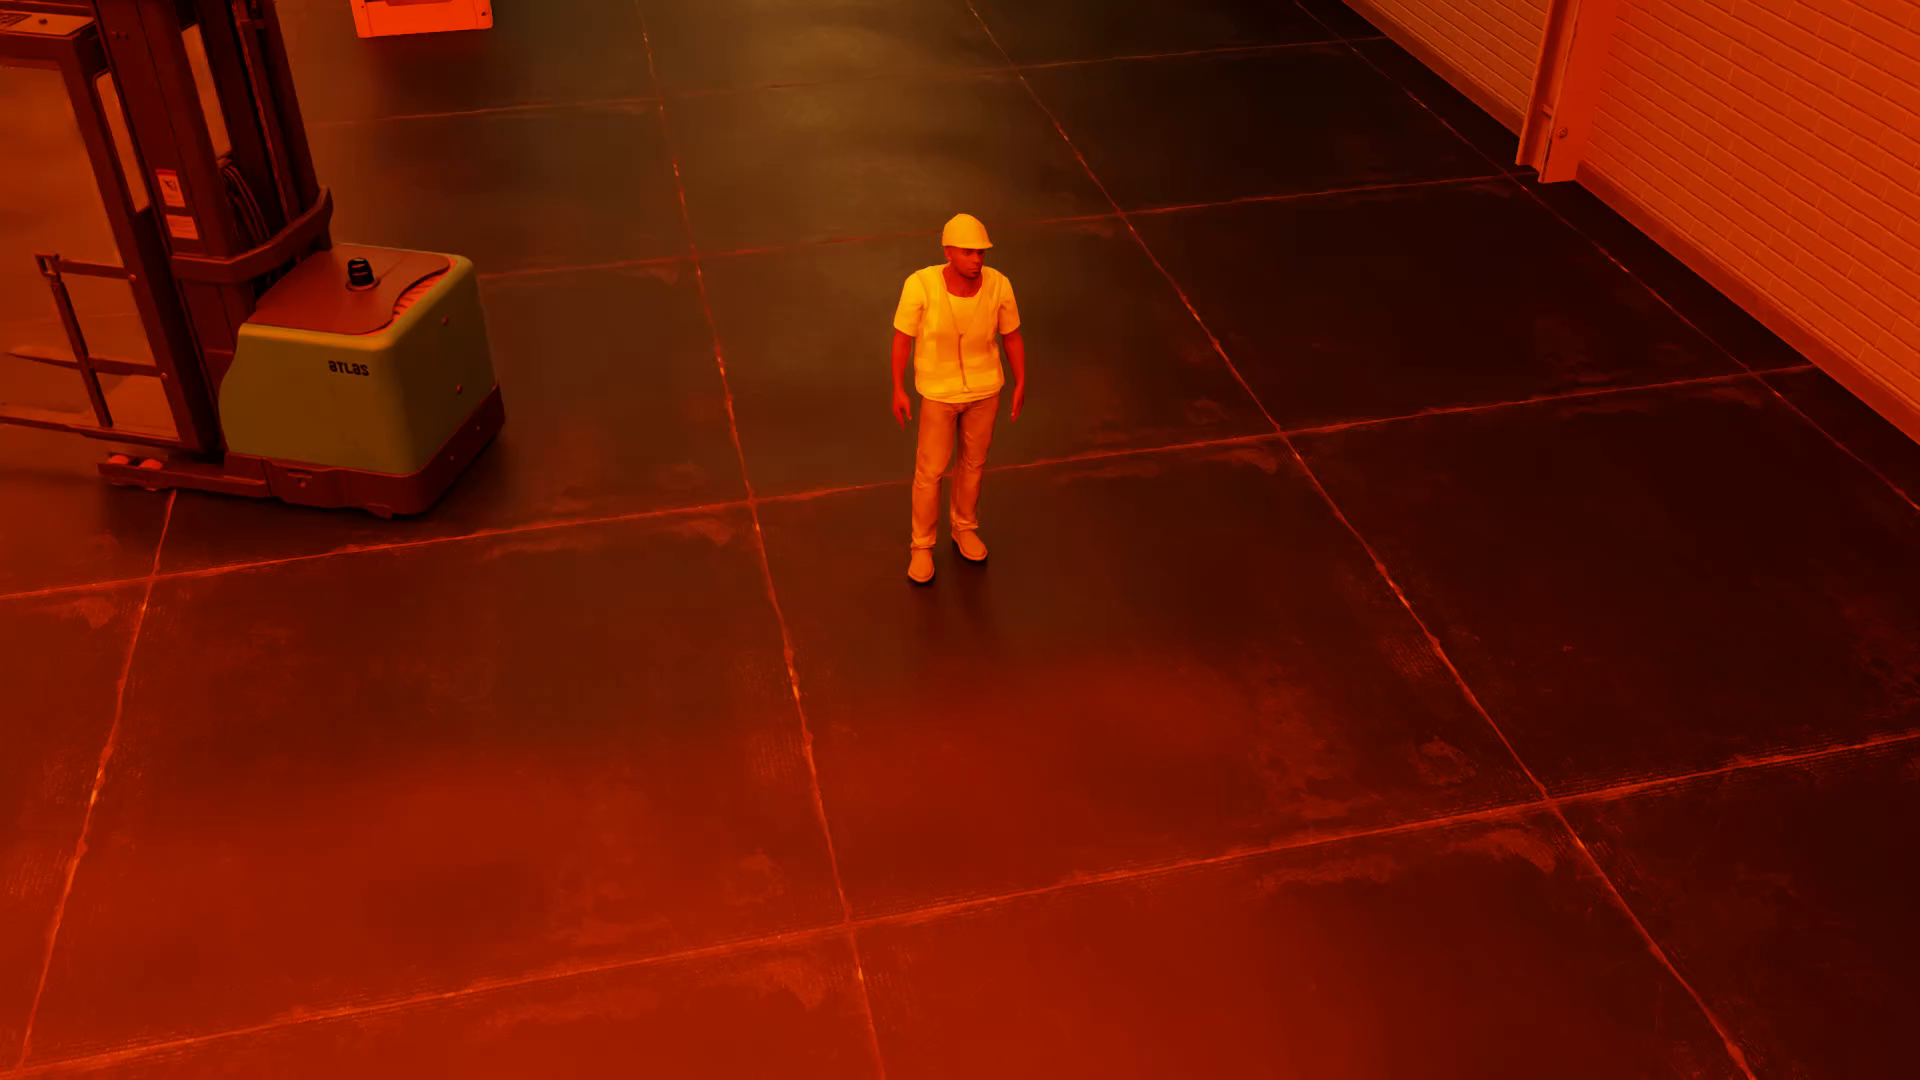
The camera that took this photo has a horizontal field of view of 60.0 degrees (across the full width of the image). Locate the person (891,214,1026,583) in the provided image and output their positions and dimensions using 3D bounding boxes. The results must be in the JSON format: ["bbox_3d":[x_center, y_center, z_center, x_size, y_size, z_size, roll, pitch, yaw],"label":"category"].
[{"bbox_3d":[0.010,-0.682,7.983,0.665,1.768,0.575,-8,36,-11],"label":"person"}]

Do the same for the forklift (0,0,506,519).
[{"bbox_3d":[-4.134,-1.746,8.476,3.031,2.935,1.130,8,36,10],"label":"forklift"}]
